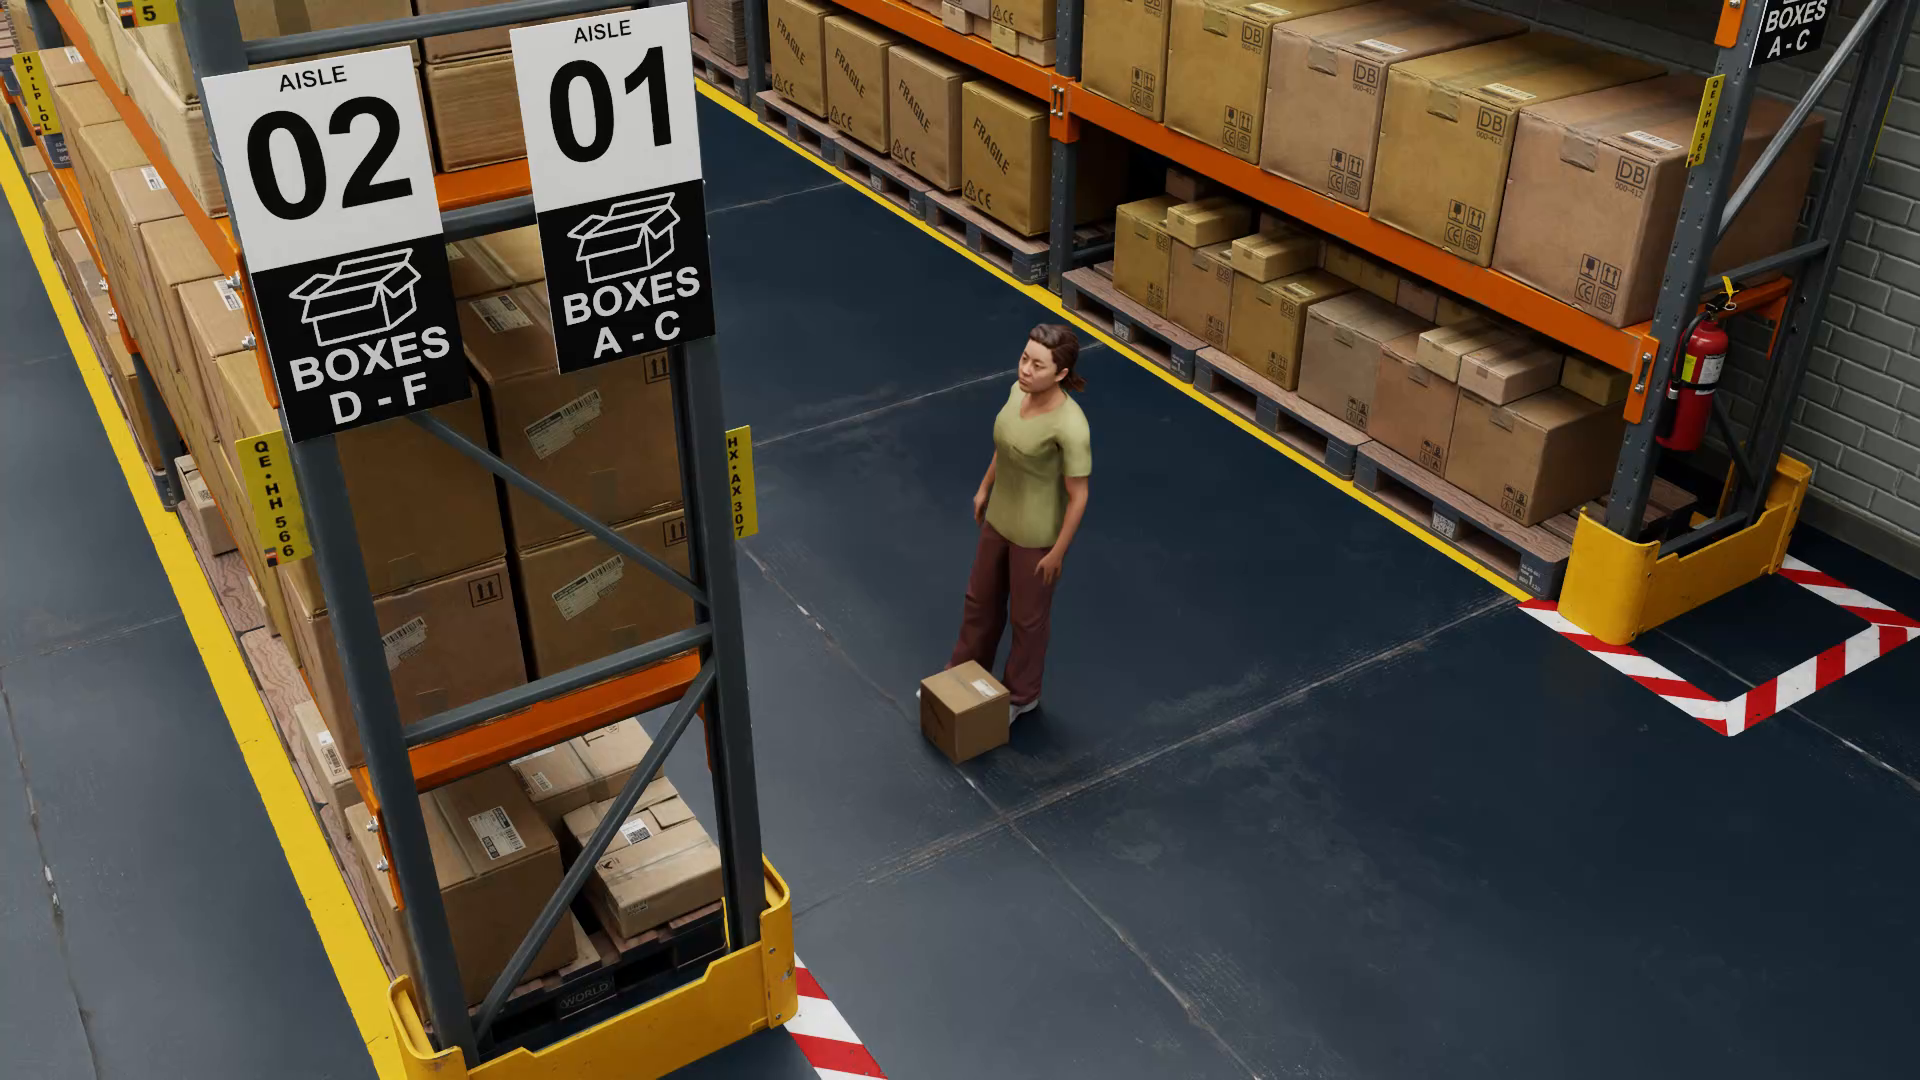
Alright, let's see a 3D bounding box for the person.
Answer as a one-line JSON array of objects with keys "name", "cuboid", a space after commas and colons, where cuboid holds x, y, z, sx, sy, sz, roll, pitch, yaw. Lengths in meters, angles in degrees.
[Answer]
[{"name": "person", "cuboid": [0.185, -0.021, 6.157, 0.549, 1.674, 0.551, -19, 37, -27]}]
